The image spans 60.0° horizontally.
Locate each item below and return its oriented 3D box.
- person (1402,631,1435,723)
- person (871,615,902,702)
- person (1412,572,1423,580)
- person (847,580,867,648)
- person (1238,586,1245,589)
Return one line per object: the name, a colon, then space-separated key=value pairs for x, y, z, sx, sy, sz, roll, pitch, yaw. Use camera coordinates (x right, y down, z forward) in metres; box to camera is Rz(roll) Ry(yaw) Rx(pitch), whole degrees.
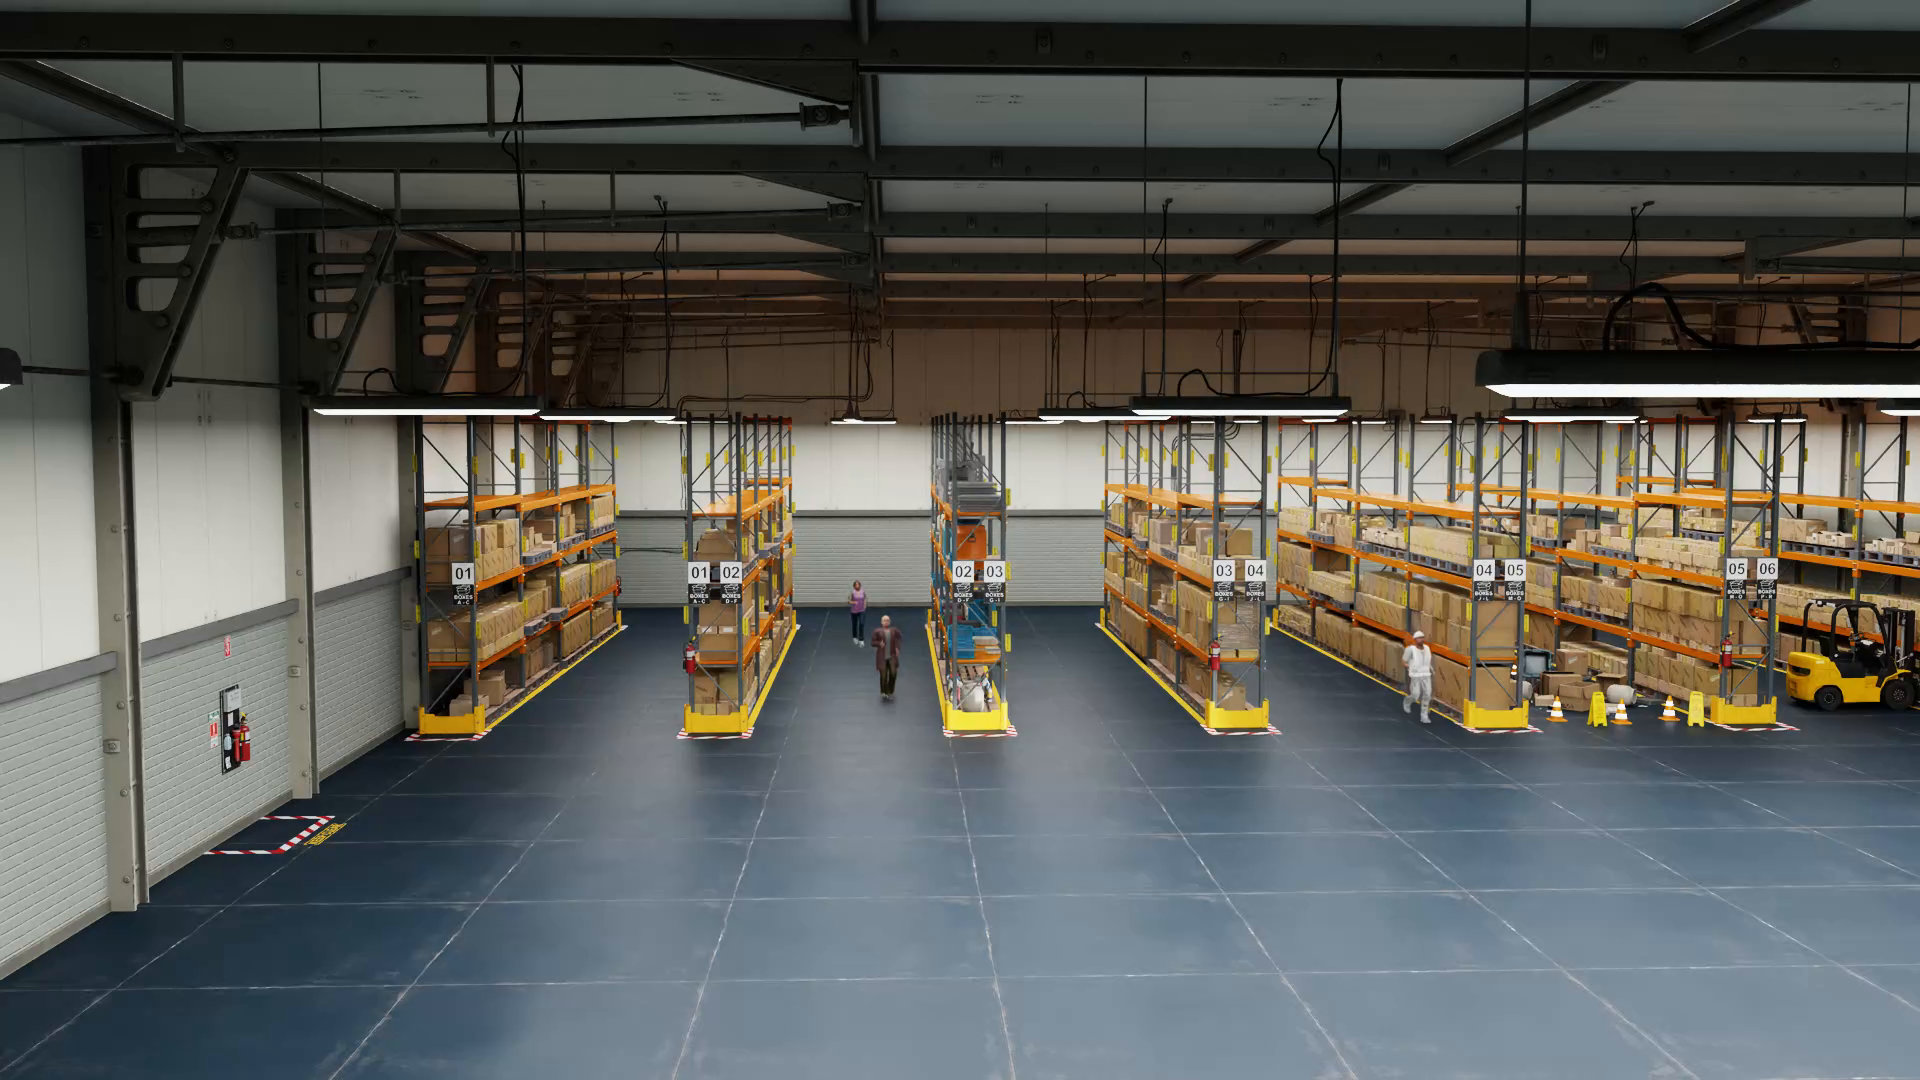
person: x=8.912 y=2.647 z=32.249 sx=0.684 sy=1.747 sz=0.874 roll=-1 pitch=4 yaw=-11
person: x=-1.521 y=2.484 z=34.705 sx=0.688 sy=1.814 sz=0.754 roll=-1 pitch=4 yaw=-10
person: x=13.572 y=1.581 z=49.301 sx=0.686 sy=1.621 sz=0.607 roll=0 pitch=4 yaw=0
person: x=-2.545 y=1.813 z=41.279 sx=0.530 sy=1.638 sz=0.763 roll=-1 pitch=4 yaw=-12
person: x=7.803 y=1.747 z=46.666 sx=0.602 sy=1.601 sz=0.524 roll=1 pitch=4 yaw=11
